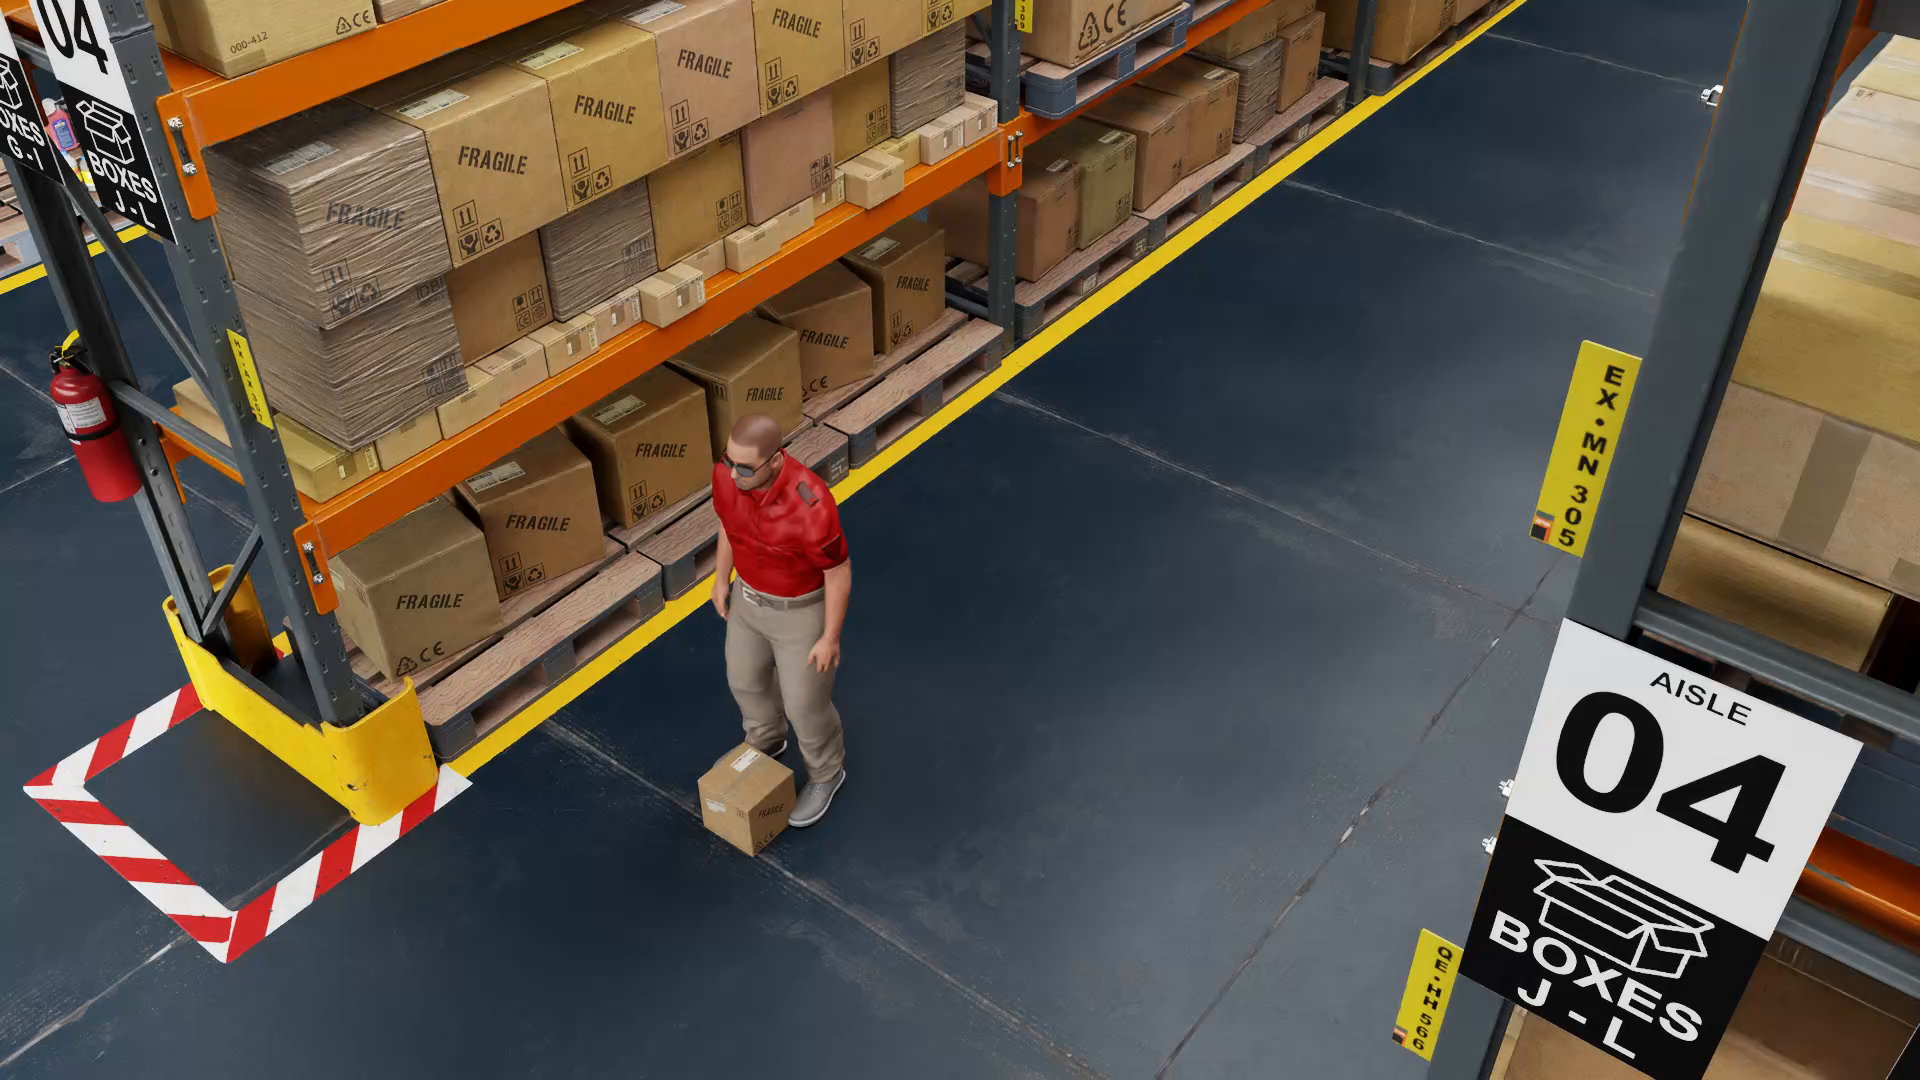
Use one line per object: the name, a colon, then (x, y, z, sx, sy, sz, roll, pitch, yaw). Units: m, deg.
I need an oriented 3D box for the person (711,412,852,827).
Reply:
person: (-0.639, 0.249, 5.853, 0.585, 1.726, 0.396, 26, 45, 28)
